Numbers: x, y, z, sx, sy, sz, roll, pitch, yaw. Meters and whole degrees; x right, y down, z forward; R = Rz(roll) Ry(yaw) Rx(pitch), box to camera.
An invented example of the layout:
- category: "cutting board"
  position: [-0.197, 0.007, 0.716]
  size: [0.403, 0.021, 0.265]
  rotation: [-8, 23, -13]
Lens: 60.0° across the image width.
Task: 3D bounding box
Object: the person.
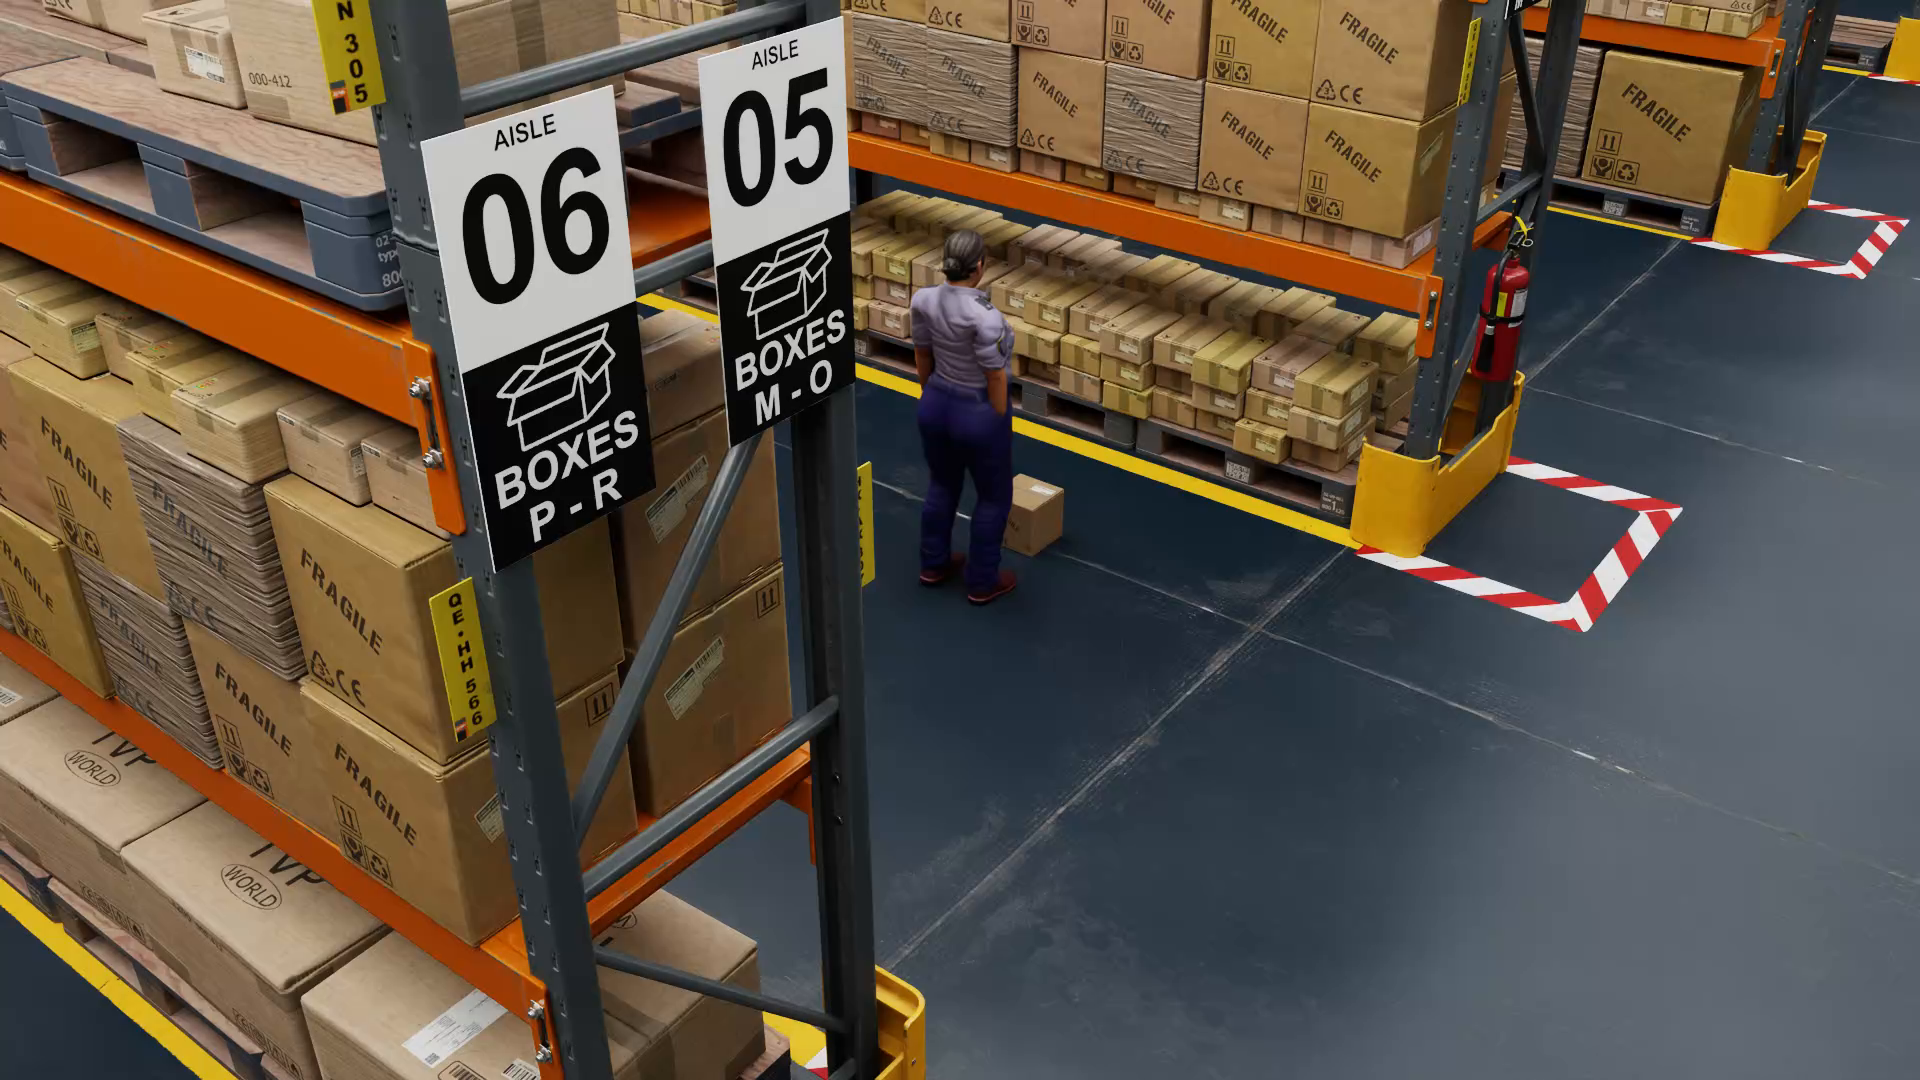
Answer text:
- category: "person"
  position: [0.015, -0.517, 7.022]
  size: [0.467, 1.649, 0.340]
  rotation: [22, 38, 32]
